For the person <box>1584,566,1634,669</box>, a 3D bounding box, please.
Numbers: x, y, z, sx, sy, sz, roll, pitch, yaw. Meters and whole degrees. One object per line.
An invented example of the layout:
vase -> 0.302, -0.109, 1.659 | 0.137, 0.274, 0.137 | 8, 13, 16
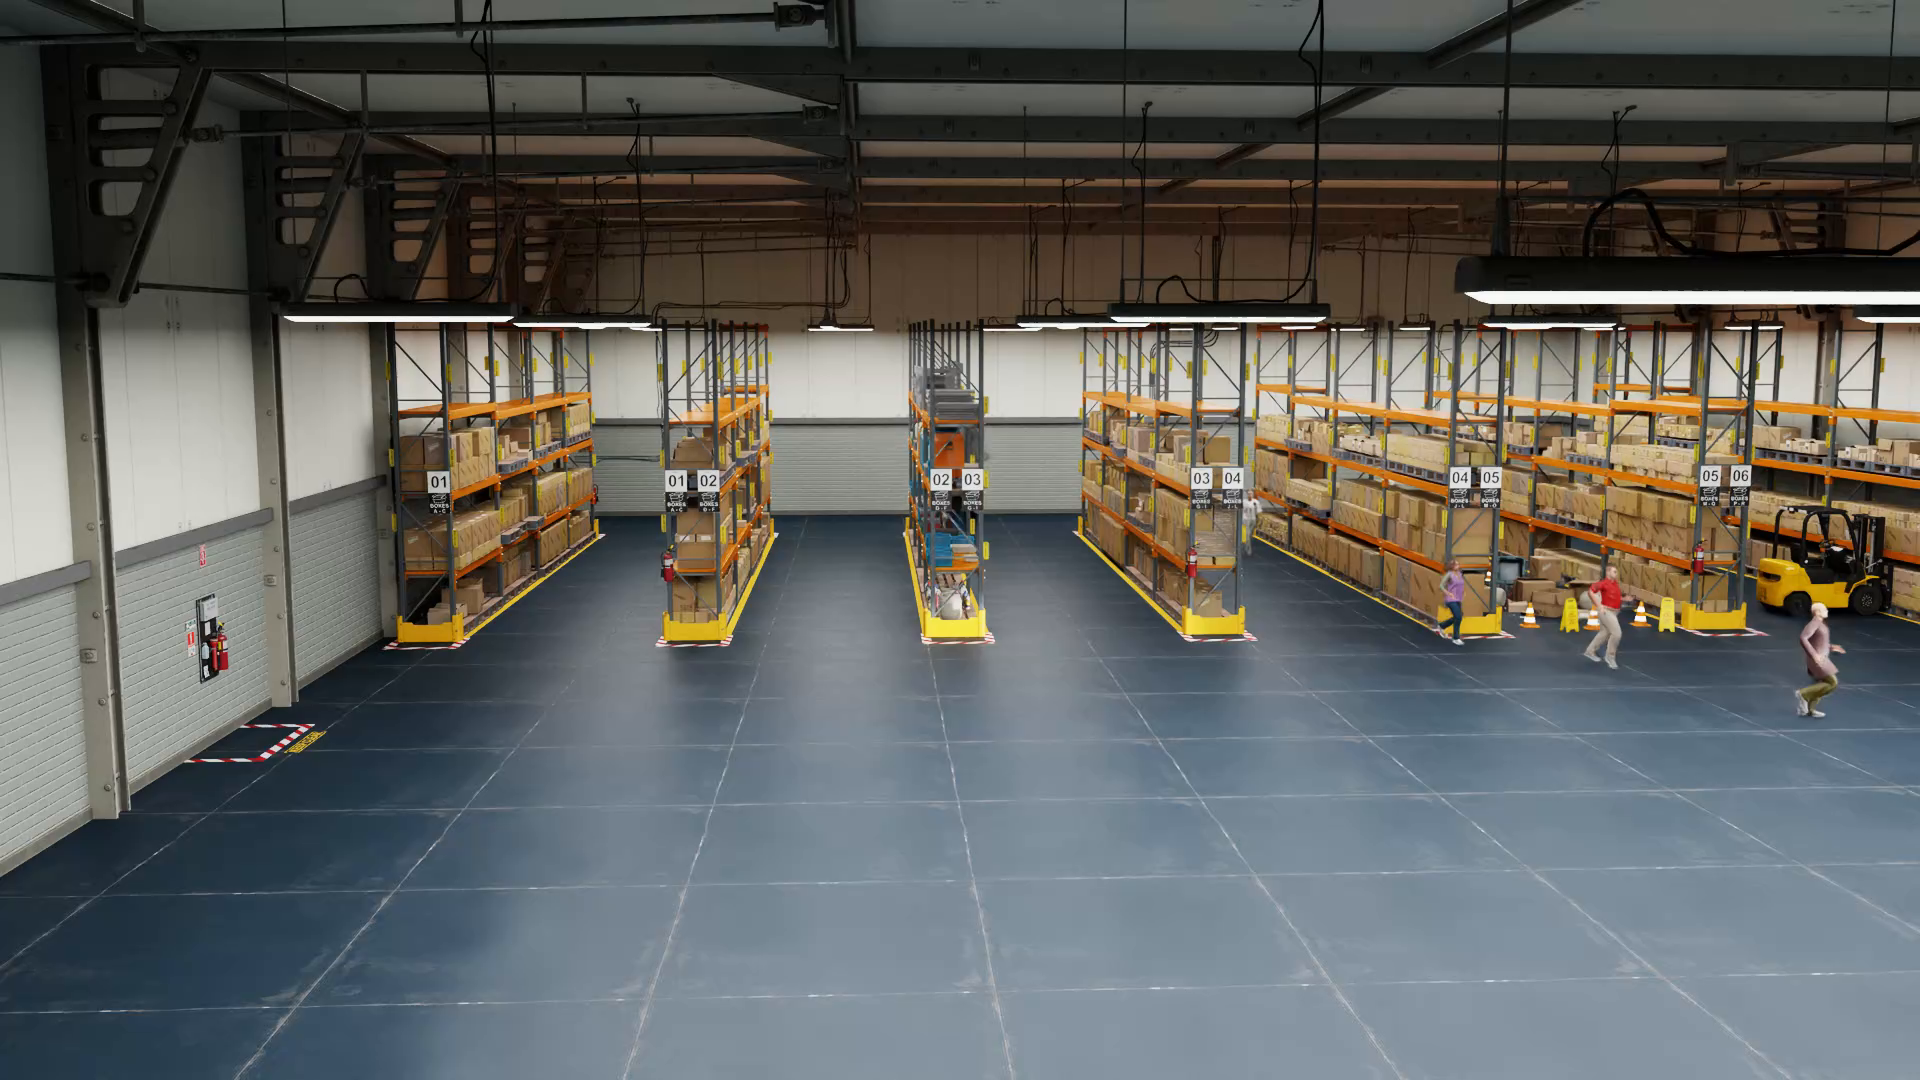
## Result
person -> 11.234, 1.337, 28.797 | 0.778, 1.800, 0.638 | 6, 9, 40

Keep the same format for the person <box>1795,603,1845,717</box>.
person -> 12.858, 1.801, 24.852 | 0.628, 1.732, 0.704 | 4, 8, 30

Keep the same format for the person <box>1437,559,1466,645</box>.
person -> 9.163, 1.149, 30.969 | 0.556, 1.586, 0.637 | -6, 9, -39

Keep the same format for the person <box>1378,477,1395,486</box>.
person -> 12.557, -1.274, 49.492 | 0.986, 1.769, 0.738 | 0, 7, -2

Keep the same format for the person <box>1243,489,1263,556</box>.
person -> 7.605, -0.484, 43.492 | 0.592, 1.732, 0.834 | 0, 7, -1
